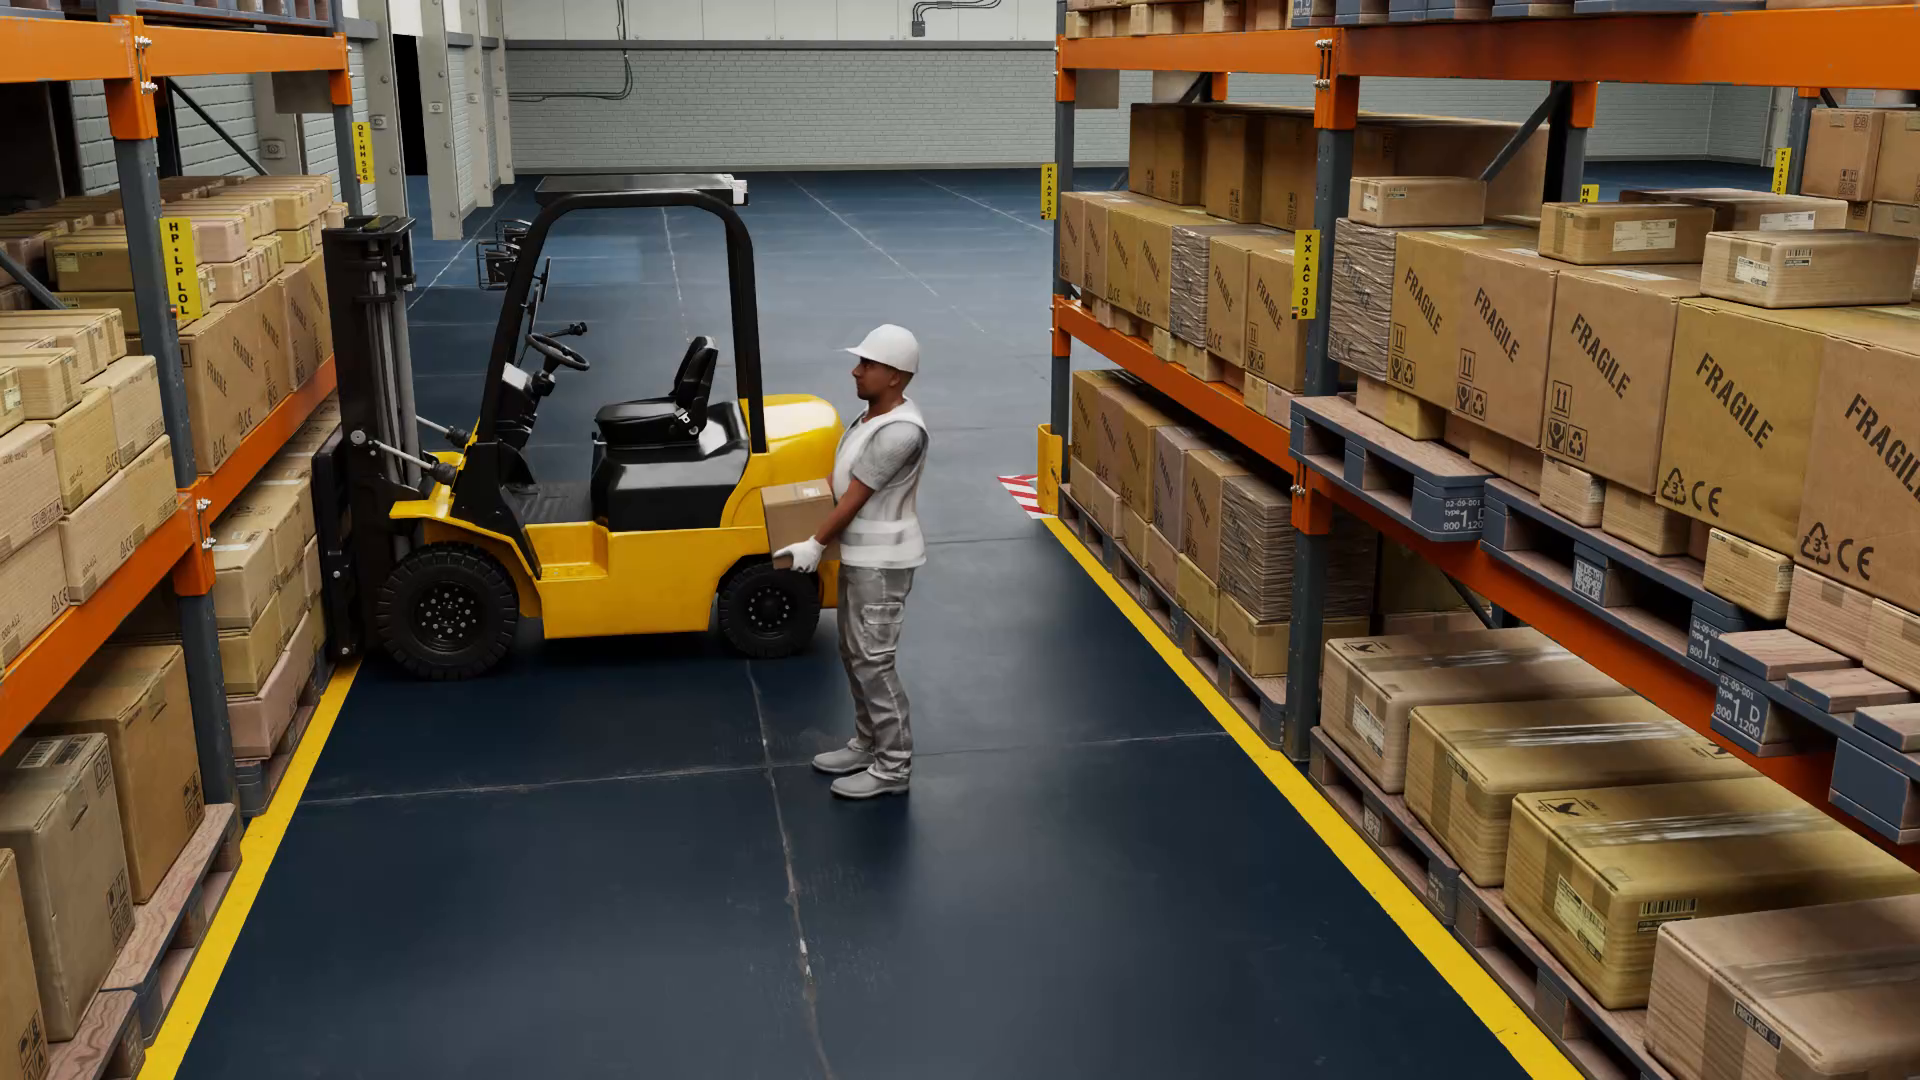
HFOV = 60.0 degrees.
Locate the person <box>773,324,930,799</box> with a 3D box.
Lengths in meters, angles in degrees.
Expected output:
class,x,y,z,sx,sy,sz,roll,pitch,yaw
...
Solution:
class,x,y,z,sx,sy,sz,roll,pitch,yaw
person,-0.412,0.085,6.214,0.583,1.778,0.488,-3,16,-9
